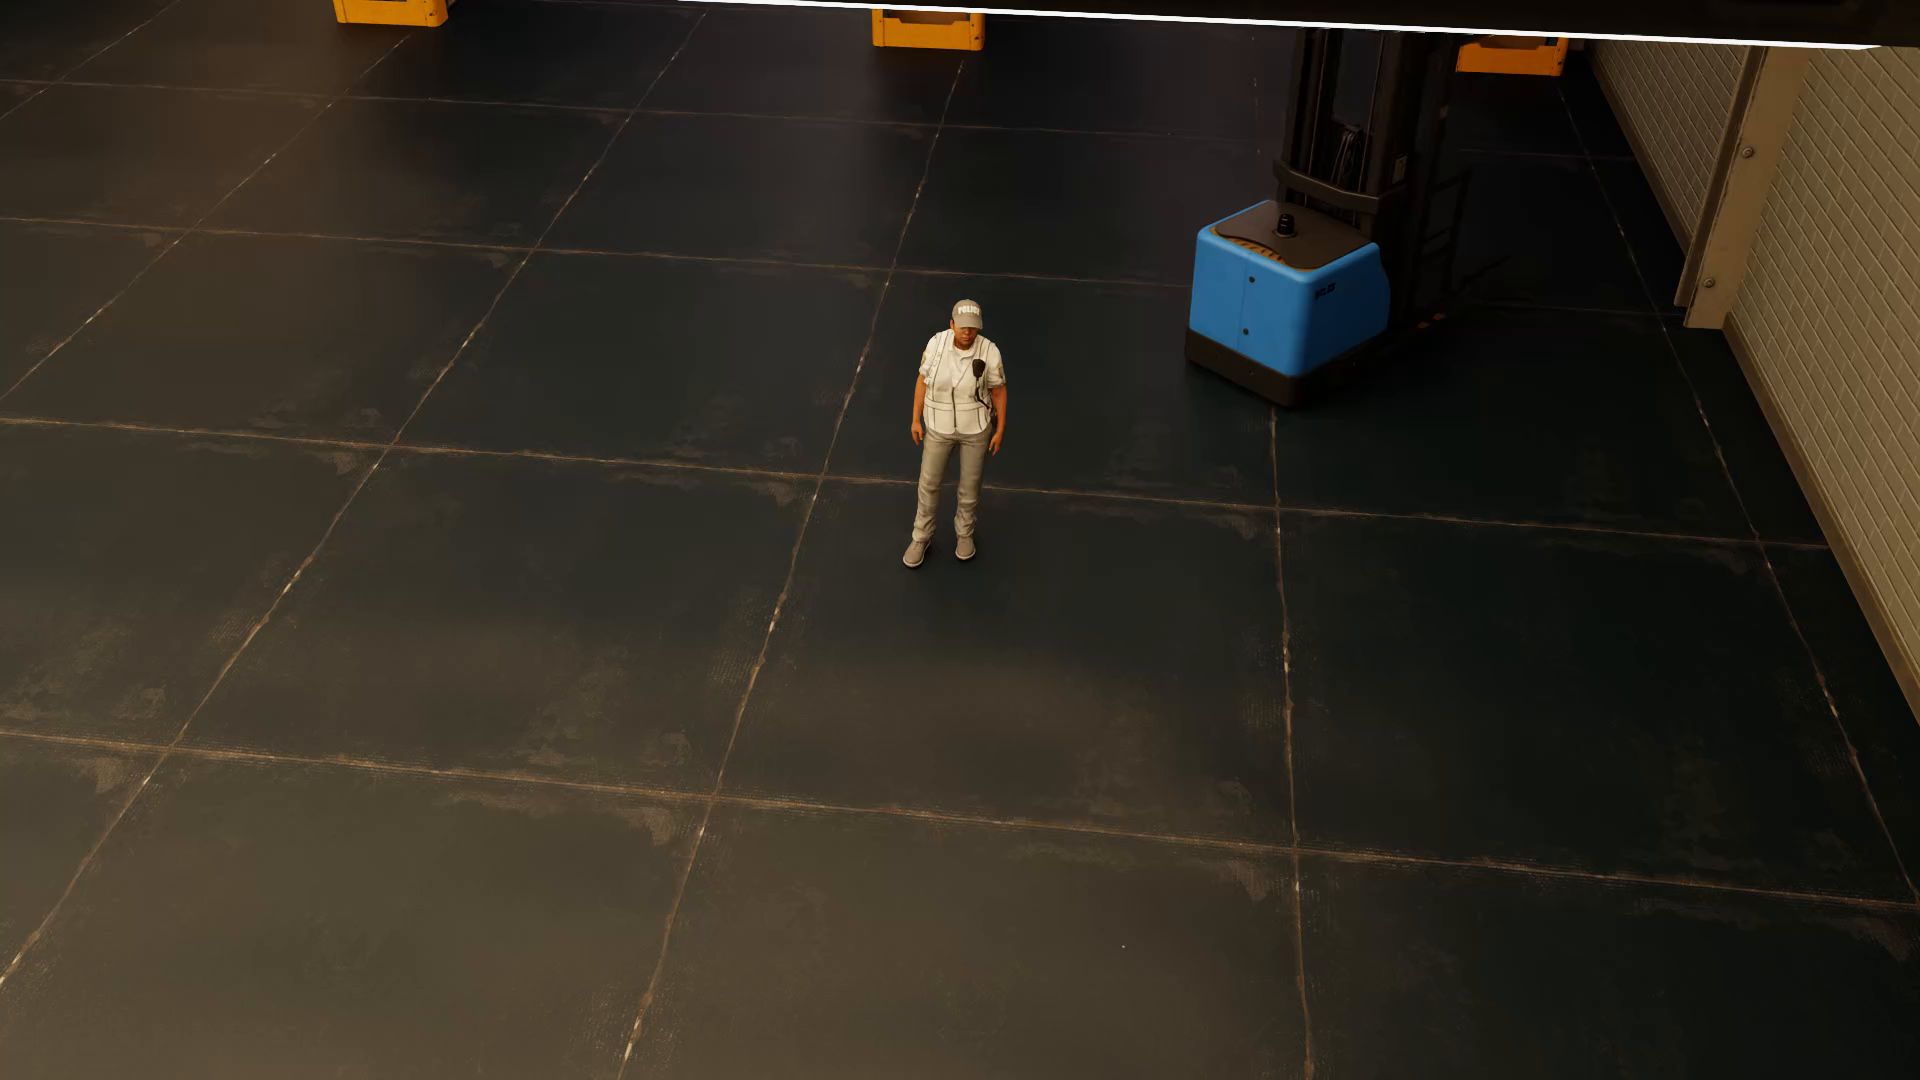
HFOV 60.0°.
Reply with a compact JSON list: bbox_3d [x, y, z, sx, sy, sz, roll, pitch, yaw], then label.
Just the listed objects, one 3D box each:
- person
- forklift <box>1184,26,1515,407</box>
[{"bbox_3d":[-0.032,-0.629,9.945,0.598,1.660,0.529,4,37,6],"label":"person"},{"bbox_3d":[3.082,-2.860,11.909,3.031,2.935,1.130,-28,45,-33],"label":"forklift"}]
